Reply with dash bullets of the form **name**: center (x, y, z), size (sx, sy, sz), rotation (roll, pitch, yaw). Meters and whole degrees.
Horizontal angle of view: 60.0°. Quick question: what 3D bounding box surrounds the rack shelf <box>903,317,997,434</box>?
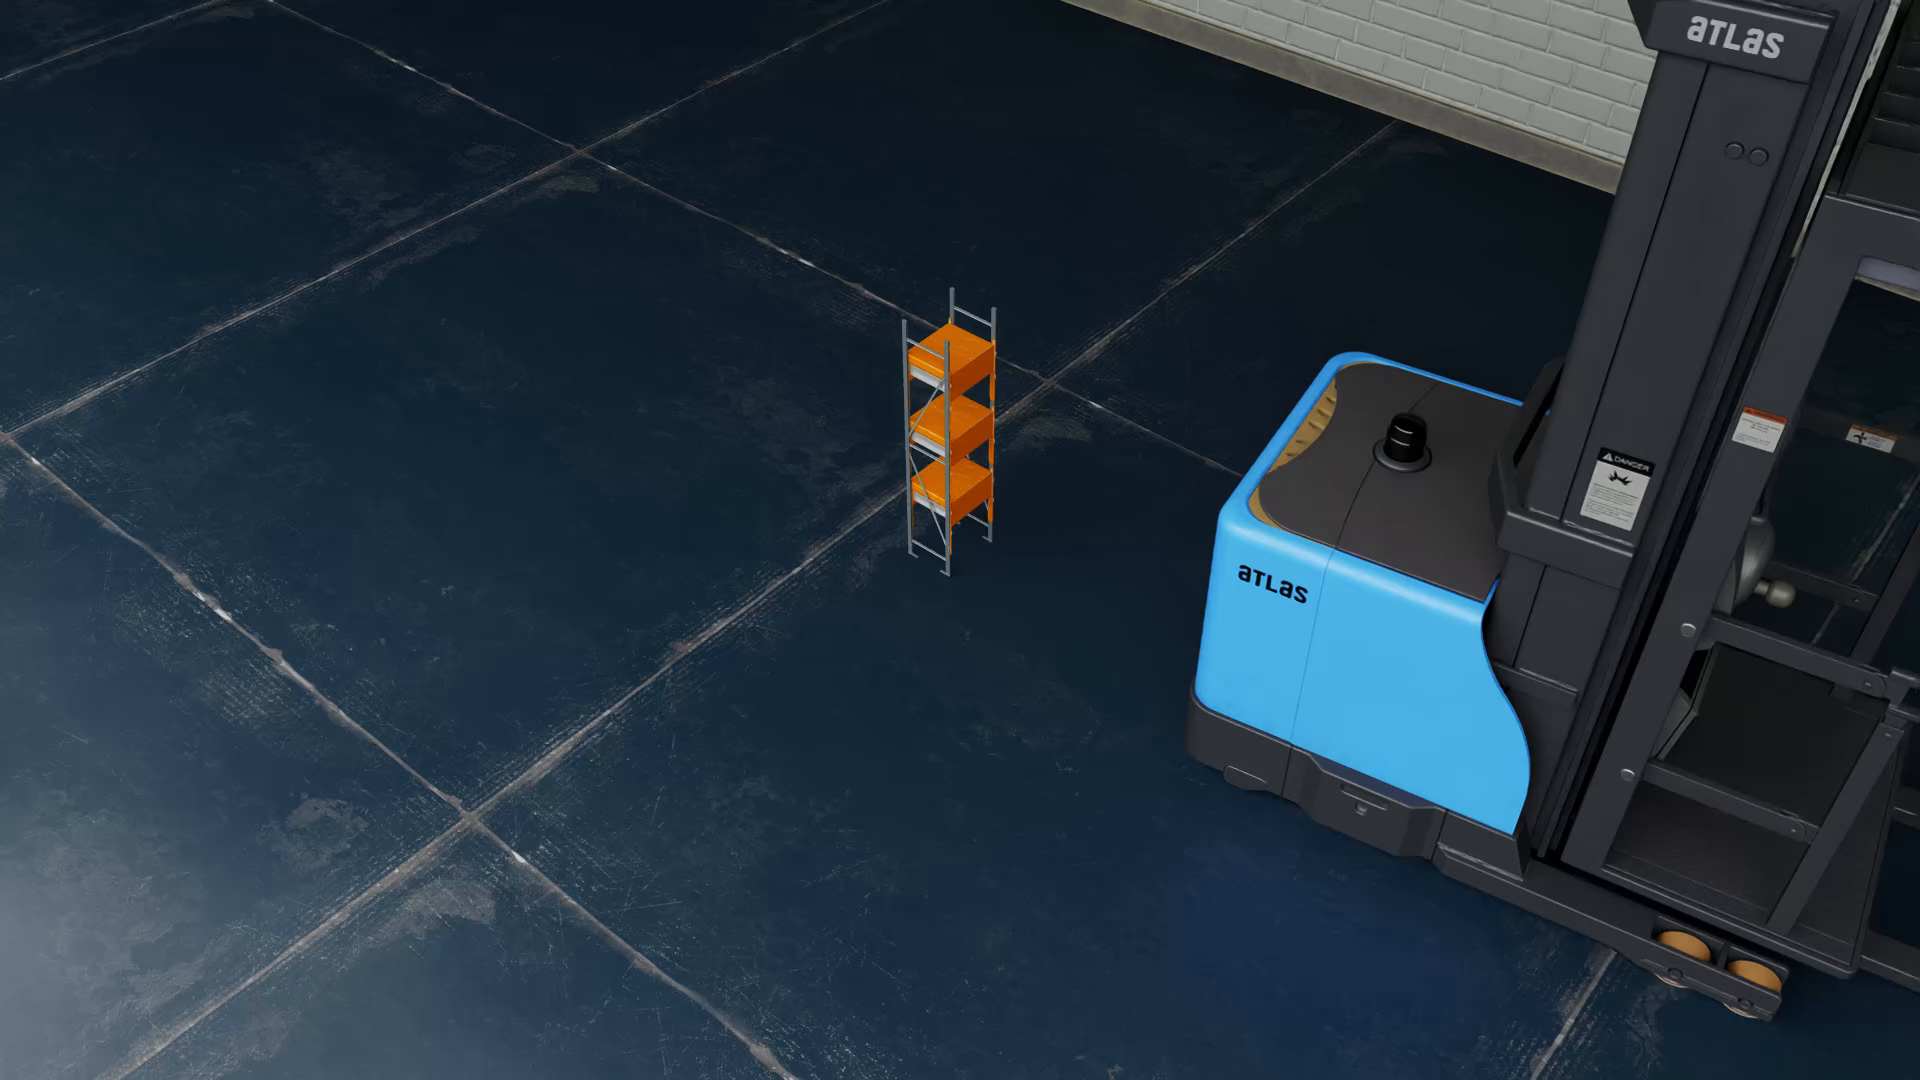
- **rack shelf**: center (-0.034, -0.563, 5.683), size (0.215, 0.259, 0.240), rotation (29, 50, 28)

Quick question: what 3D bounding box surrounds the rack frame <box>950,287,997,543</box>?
- **rack frame**: center (0.044, -0.424, 5.936), size (0.200, 1.050, 0.008), rotation (29, 50, 28)

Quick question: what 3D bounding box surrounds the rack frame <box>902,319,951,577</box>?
- **rack frame**: center (-0.113, -0.298, 5.797), size (0.200, 1.050, 0.008), rotation (29, 50, 28)

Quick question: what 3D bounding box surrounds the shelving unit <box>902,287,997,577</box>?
- **shelving unit**: center (-0.034, -0.361, 5.867), size (0.215, 1.050, 0.252), rotation (29, 50, 28)

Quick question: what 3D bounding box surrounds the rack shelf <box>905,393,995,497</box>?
- **rack shelf**: center (-0.034, -0.353, 5.874), size (0.215, 0.259, 0.240), rotation (29, 50, 28)

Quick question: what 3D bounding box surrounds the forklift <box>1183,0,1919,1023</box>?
- **forklift**: center (2.259, -0.135, 4.219), size (3.031, 2.935, 1.130), rotation (22, 47, 22)

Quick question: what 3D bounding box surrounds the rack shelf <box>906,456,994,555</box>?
- **rack shelf**: center (-0.034, -0.147, 6.061), size (0.215, 0.259, 0.240), rotation (29, 50, 28)
